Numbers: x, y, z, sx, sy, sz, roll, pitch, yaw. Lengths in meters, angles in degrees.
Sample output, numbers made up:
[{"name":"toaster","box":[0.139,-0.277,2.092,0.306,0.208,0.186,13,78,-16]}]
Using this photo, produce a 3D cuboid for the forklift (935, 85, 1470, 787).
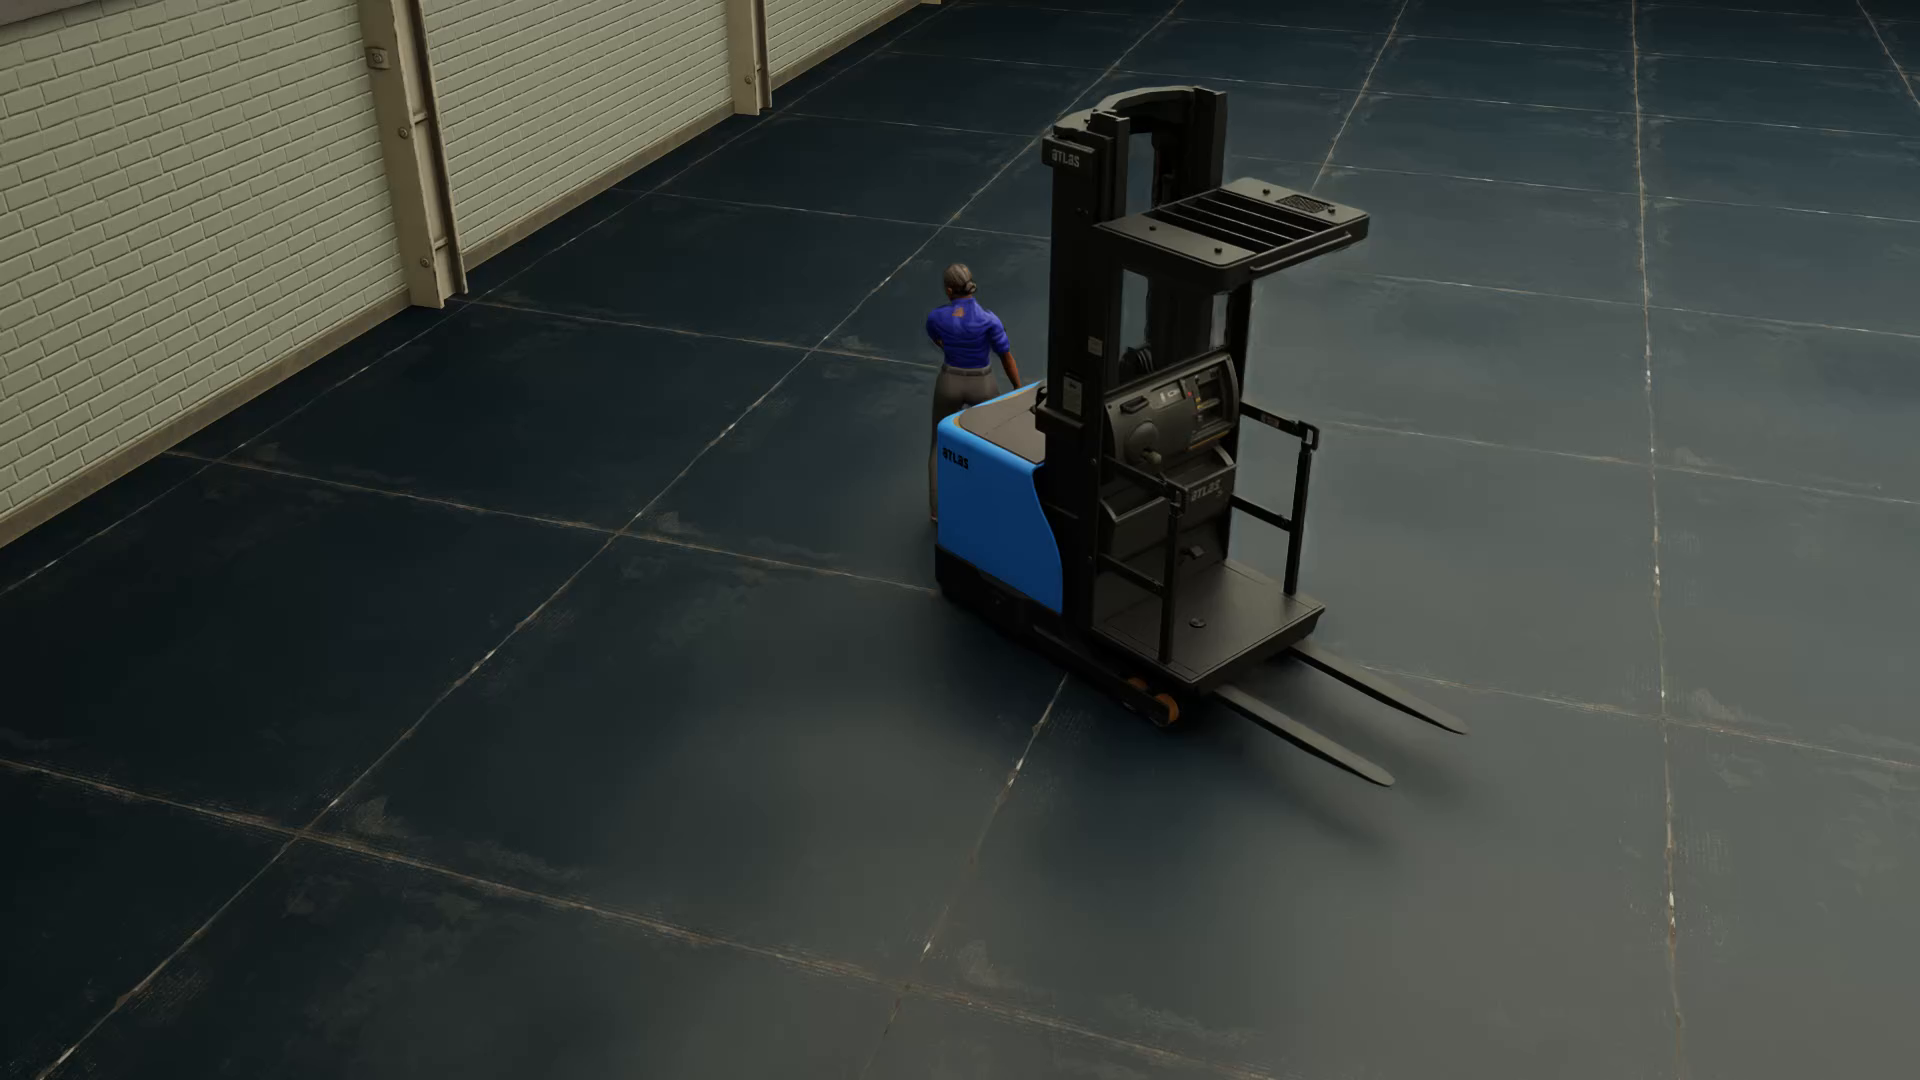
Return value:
[{"name":"forklift","box":[1.213,-0.613,8.212,1.130,2.935,3.031,-24,37,-35]}]

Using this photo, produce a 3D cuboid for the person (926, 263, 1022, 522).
[{"name":"person","box":[0.103,-0.948,10.185,0.618,1.573,0.796,4,30,6]}]
